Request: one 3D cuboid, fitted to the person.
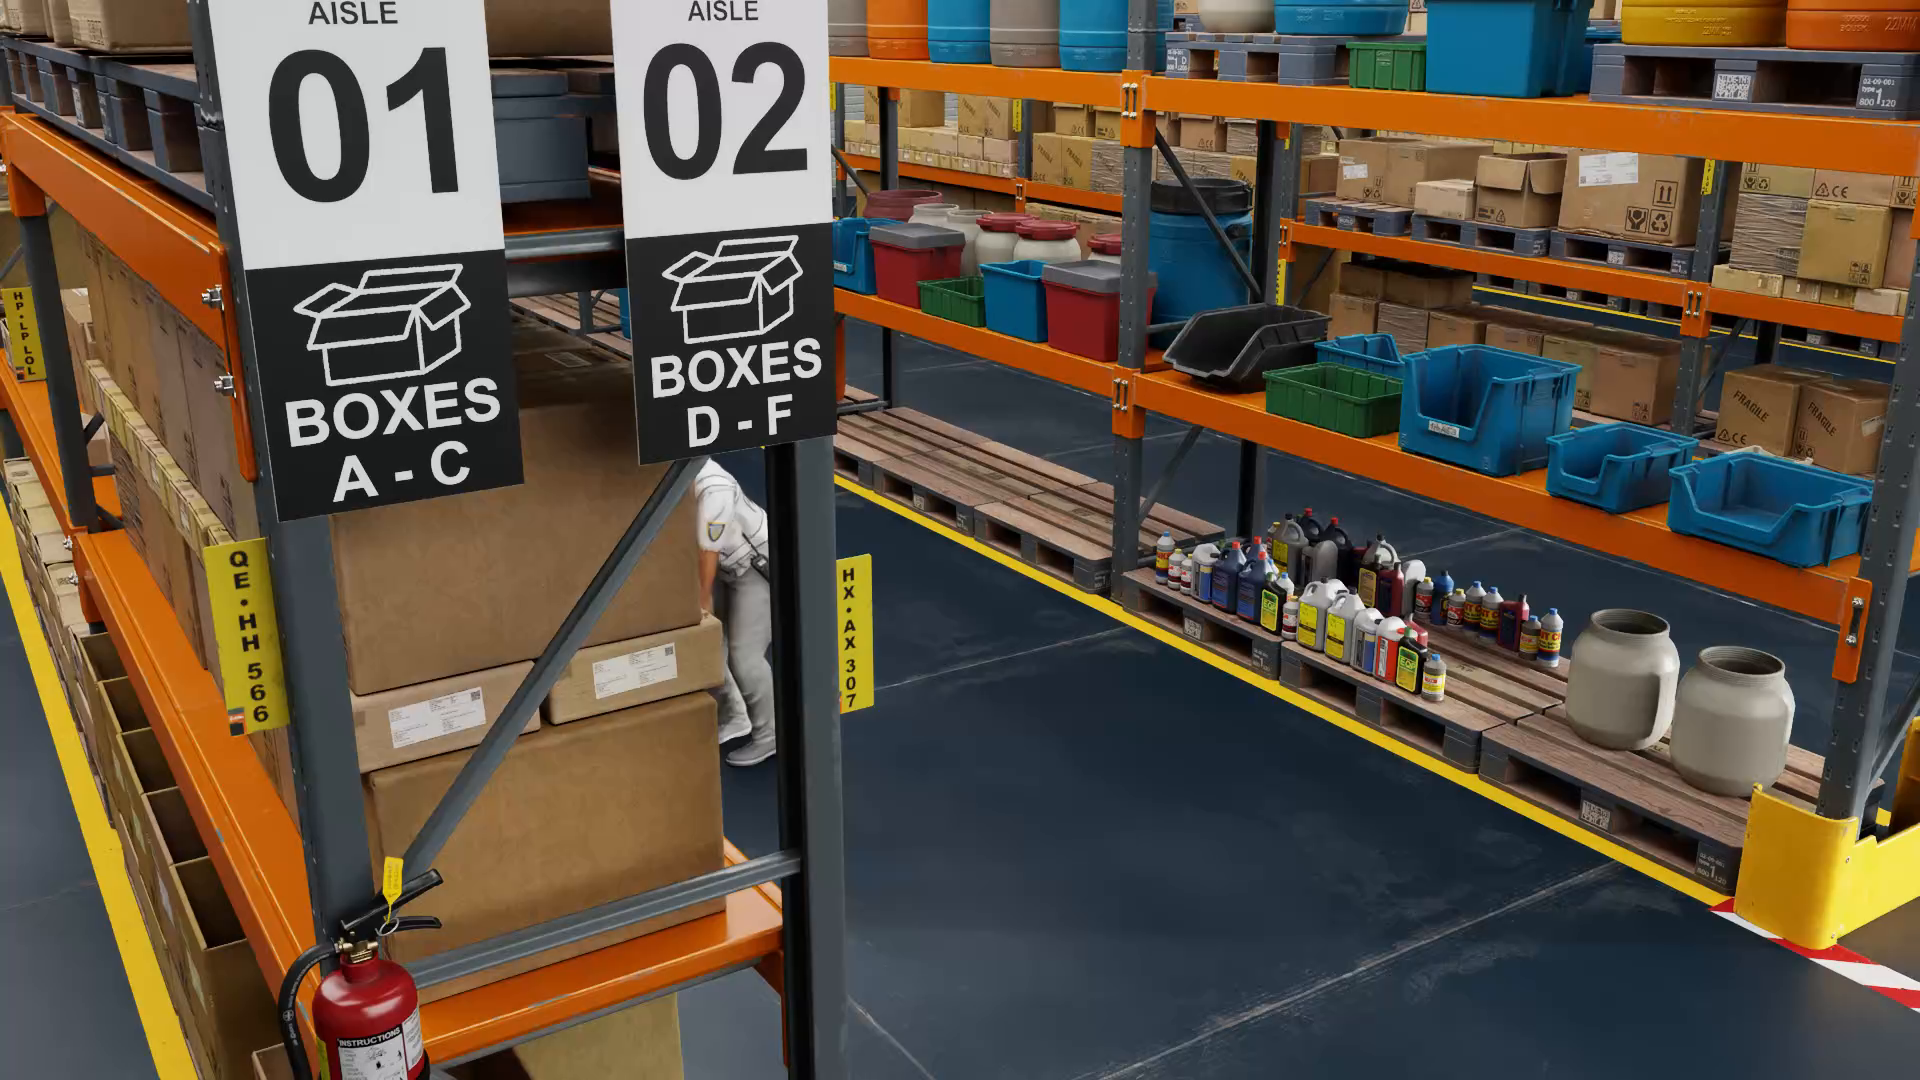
[{"bbox_3d":[-1.064,0.216,7.118,0.708,1.536,0.439,-12,22,-33],"label":"person"}]
